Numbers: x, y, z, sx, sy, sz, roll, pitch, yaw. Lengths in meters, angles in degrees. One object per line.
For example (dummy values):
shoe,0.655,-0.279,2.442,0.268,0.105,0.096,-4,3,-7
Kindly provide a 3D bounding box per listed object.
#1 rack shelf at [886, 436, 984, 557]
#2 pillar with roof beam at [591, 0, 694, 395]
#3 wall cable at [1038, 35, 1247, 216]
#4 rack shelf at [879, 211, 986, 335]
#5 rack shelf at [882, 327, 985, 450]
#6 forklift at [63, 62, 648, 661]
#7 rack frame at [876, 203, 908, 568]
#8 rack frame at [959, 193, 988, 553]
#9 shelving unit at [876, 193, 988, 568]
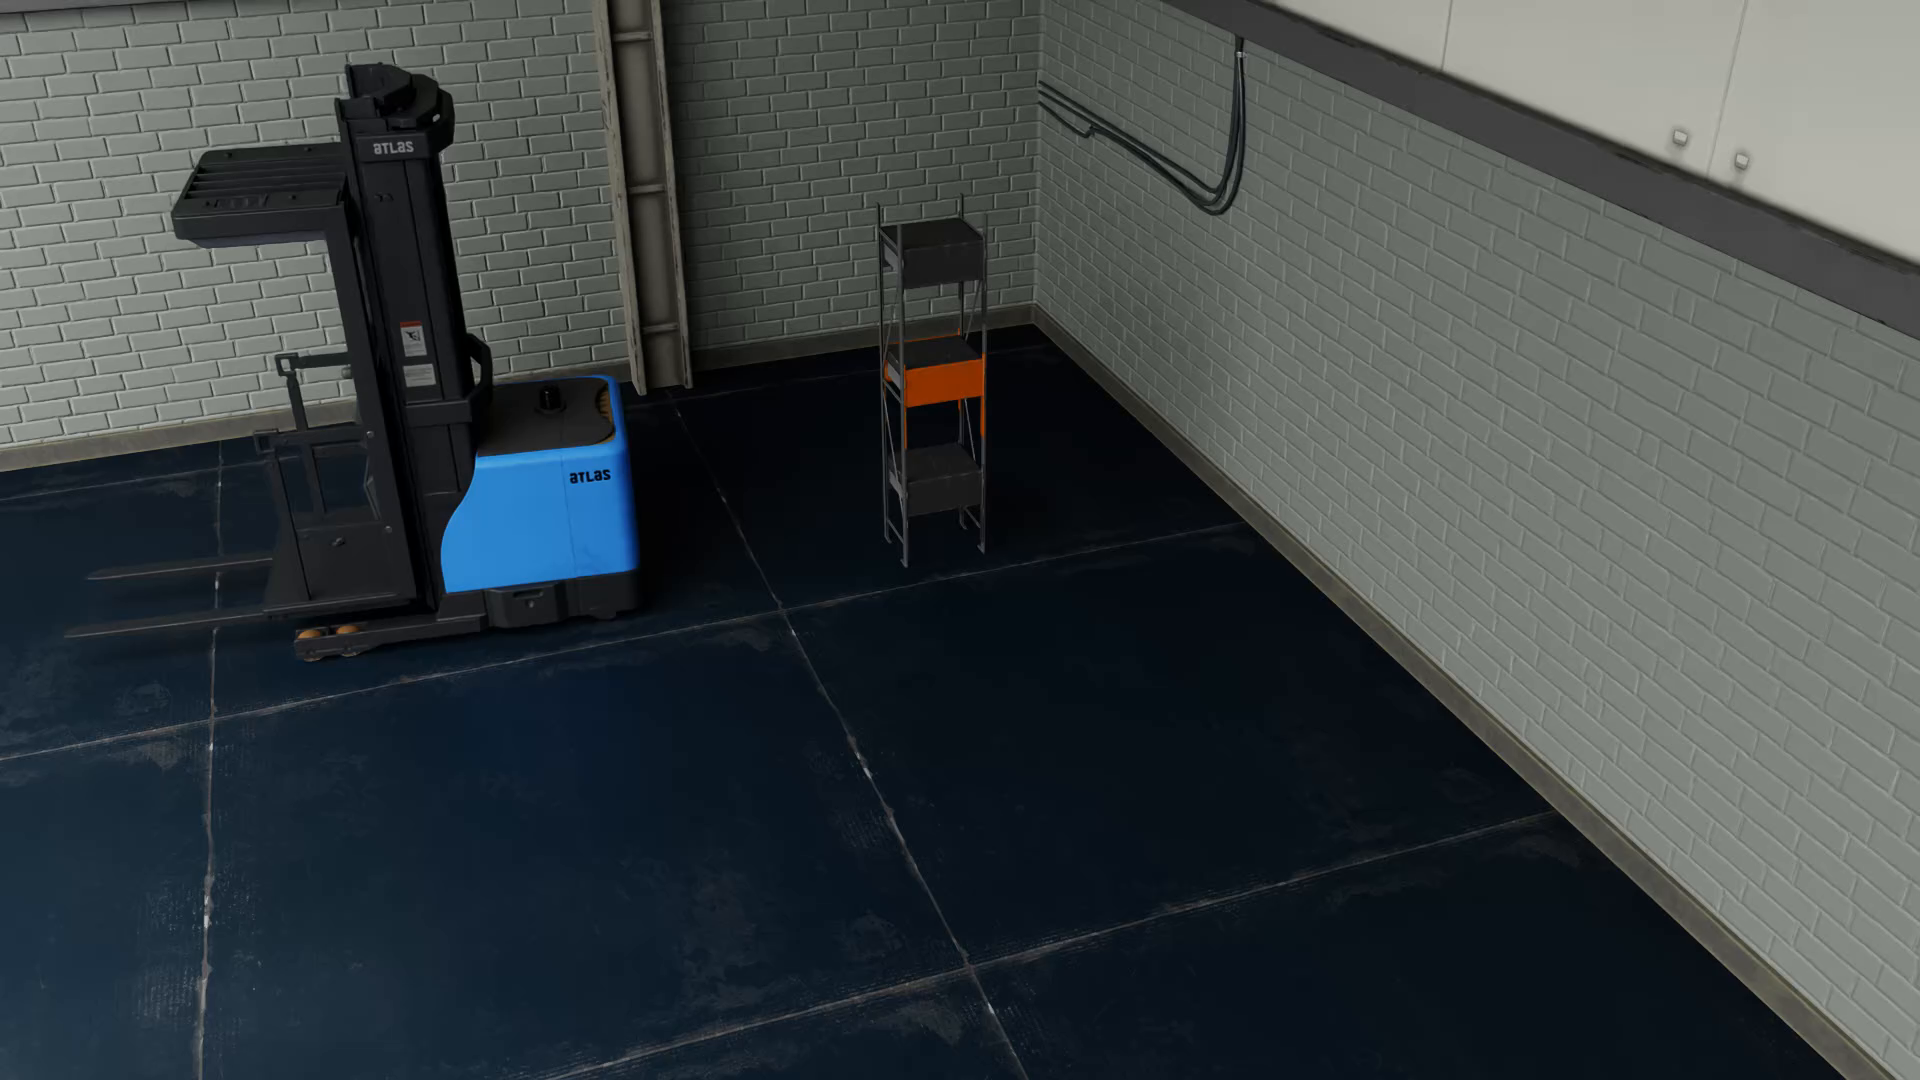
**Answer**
rack shelf,-0.155,-0.264,9.884,0.480,0.518,0.431,-10,31,-18
pillar with roof beam,-0.664,-3.053,6.369,0.400,9.000,9.100,-10,31,-18
wall cable,1.057,-3.596,10.459,0.112,2.526,3.097,-10,31,-18
rack shelf,-0.155,-1.480,9.191,0.480,0.518,0.431,-10,31,-18
rack shelf,-0.155,-0.872,9.537,0.480,0.518,0.431,-10,31,-18
forklift,-3.333,-0.909,8.735,3.031,2.935,1.130,-7,30,-12
rack frame,-0.384,-0.842,9.457,0.015,2.100,0.400,-10,31,-18
rack frame,0.074,-0.926,9.605,0.015,2.100,0.400,-10,31,-18
shelving unit,-0.155,-0.884,9.531,0.503,2.100,0.431,-10,31,-18
